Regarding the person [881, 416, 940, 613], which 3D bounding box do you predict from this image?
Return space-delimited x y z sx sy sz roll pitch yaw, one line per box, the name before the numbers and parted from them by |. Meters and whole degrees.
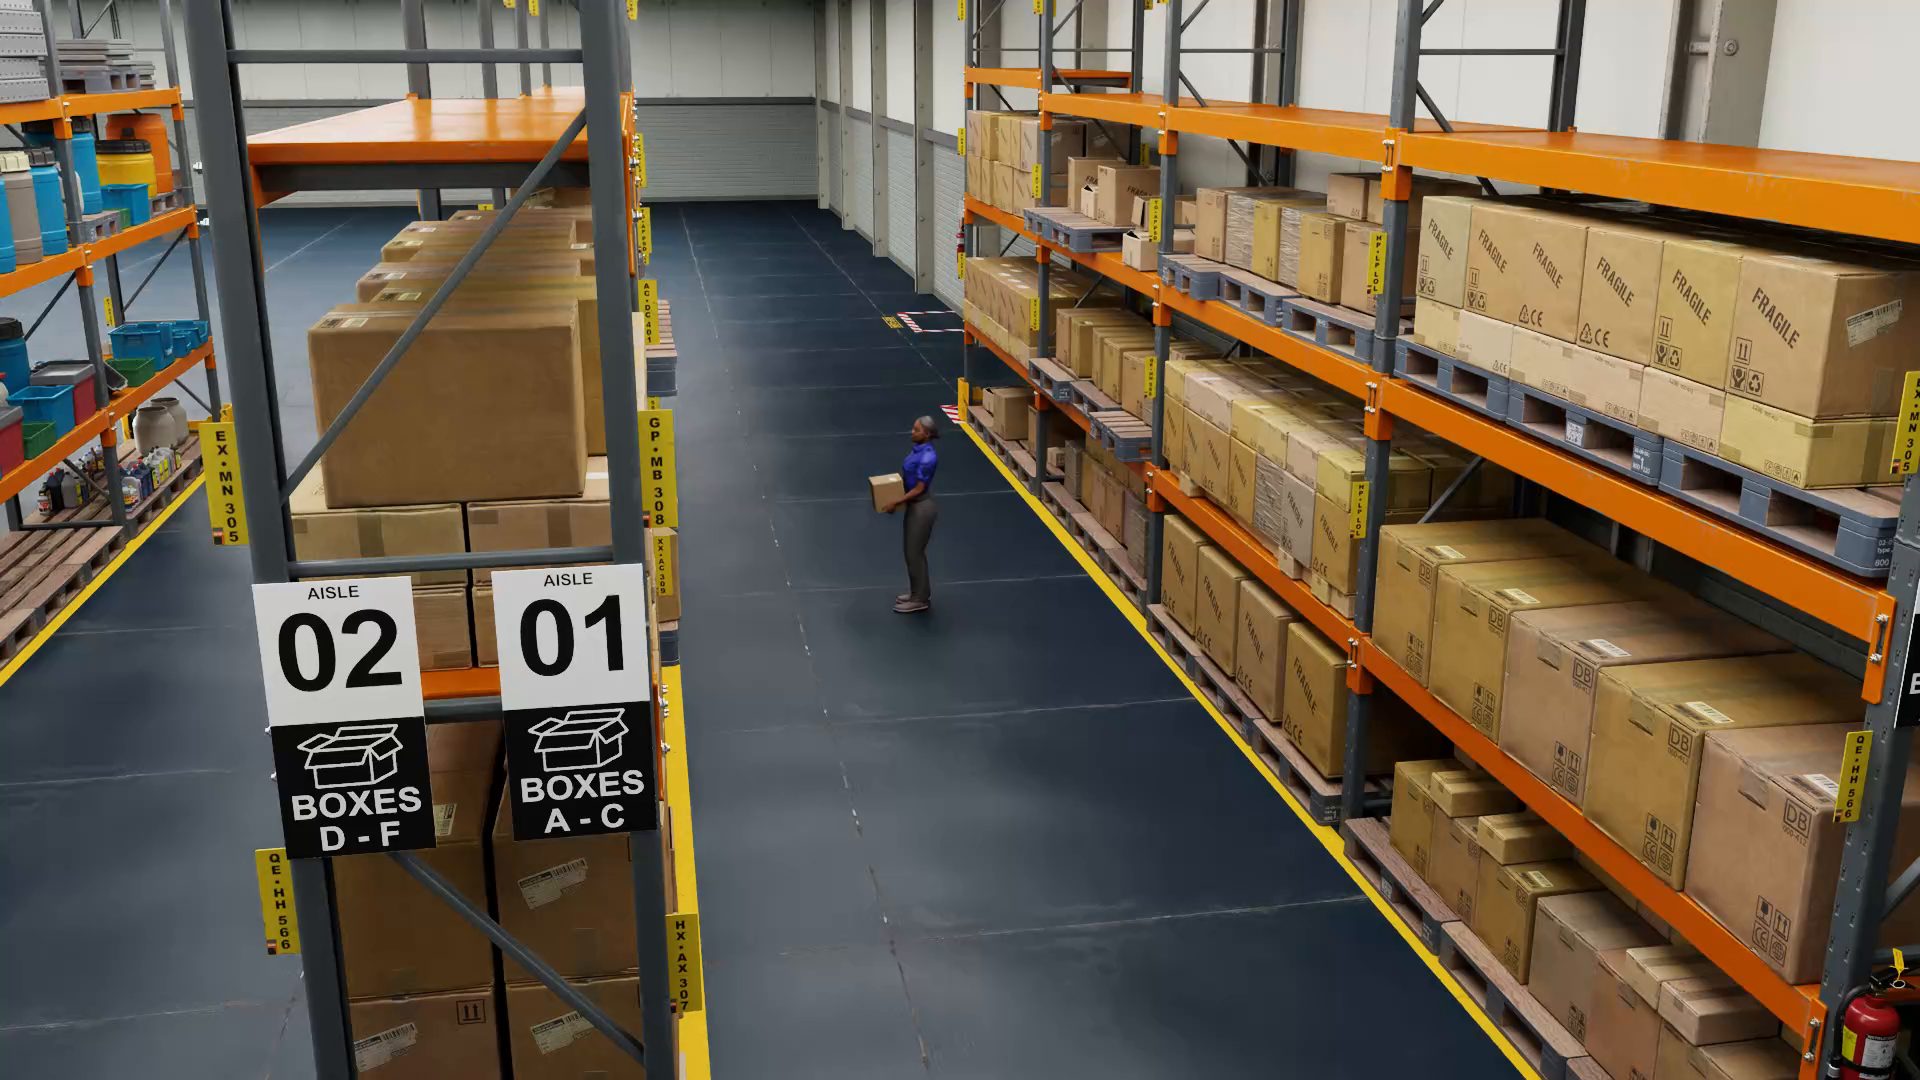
person | -0.418 -0.224 13.820 0.516 1.645 0.449 -3 17 -10
